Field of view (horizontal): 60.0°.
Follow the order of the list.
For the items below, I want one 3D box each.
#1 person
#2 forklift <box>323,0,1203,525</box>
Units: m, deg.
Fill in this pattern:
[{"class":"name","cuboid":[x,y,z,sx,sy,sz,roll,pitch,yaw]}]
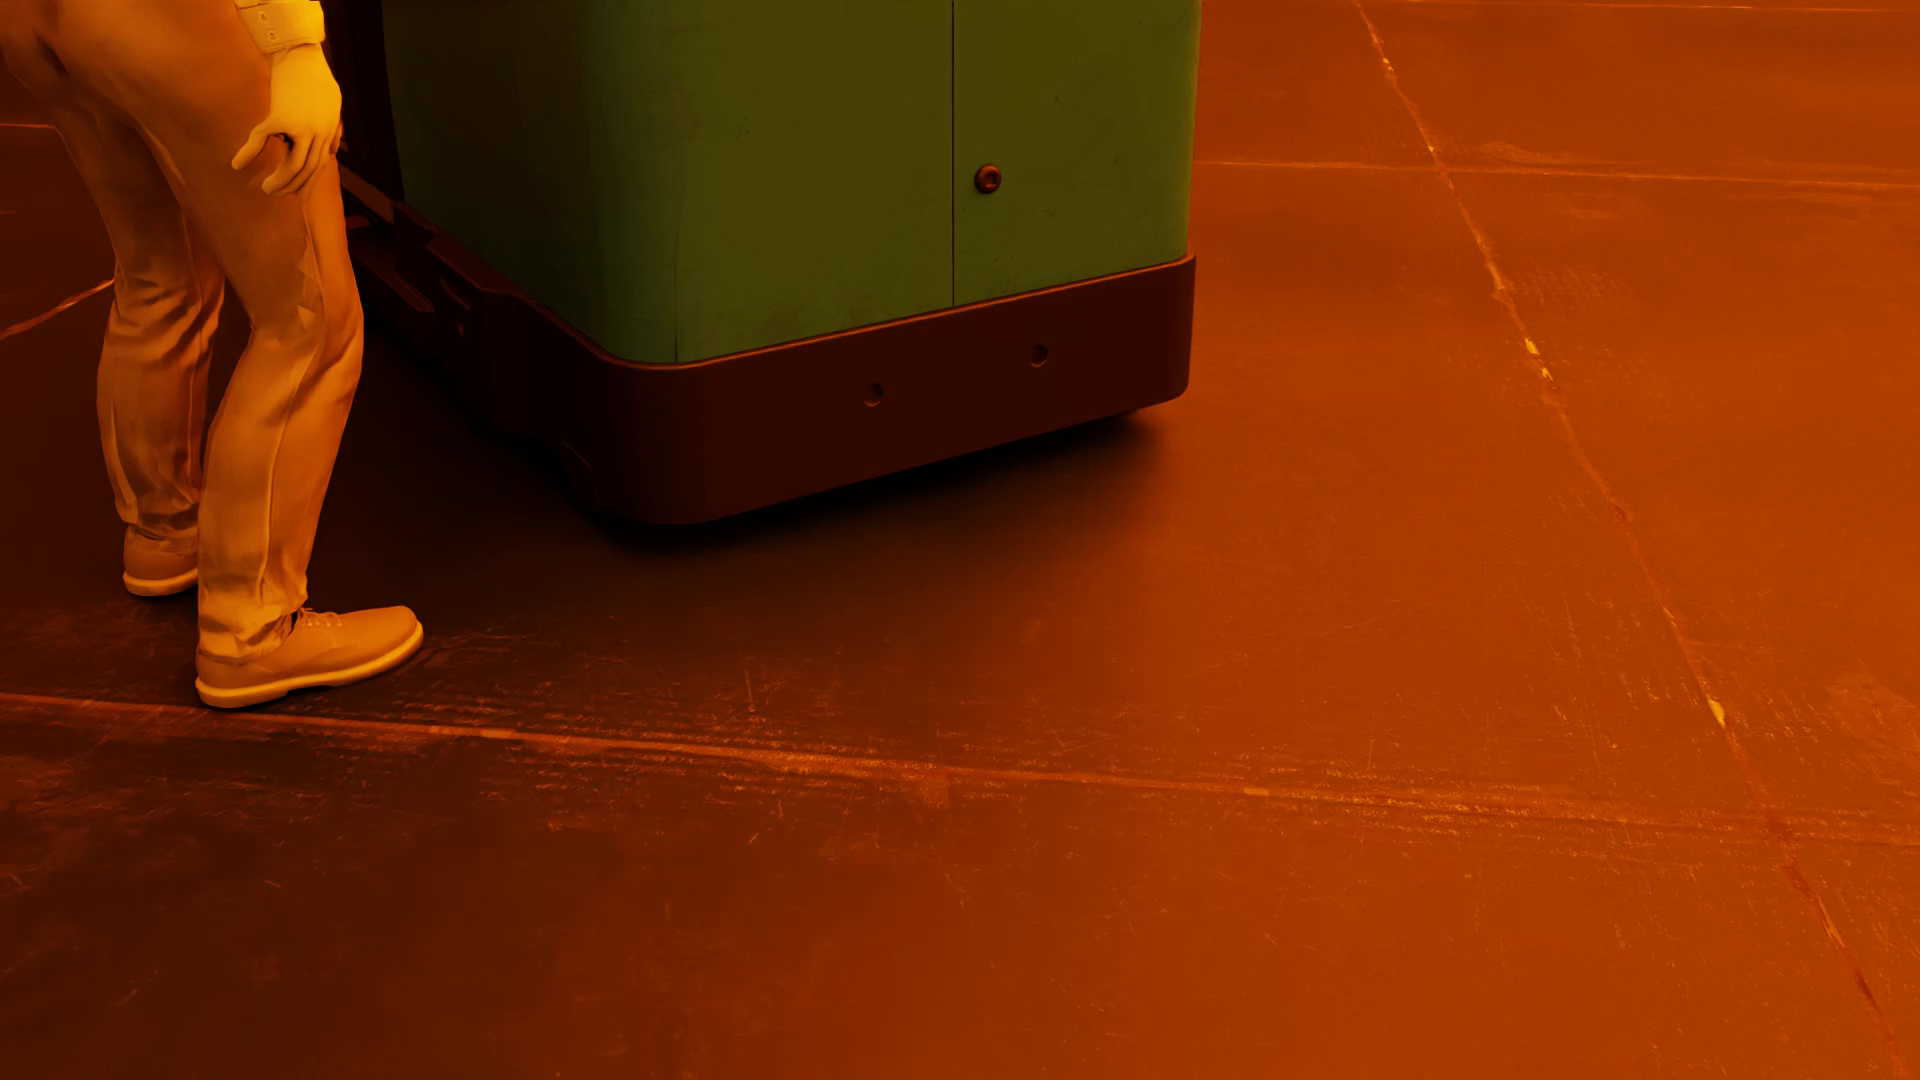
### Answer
[{"class":"person","cuboid":[-0.903,-0.607,1.885,0.713,1.641,0.376,20,33,34]},{"class":"forklift","cuboid":[-0.833,-1.943,3.111,1.130,2.935,3.031,-16,31,-29]}]
